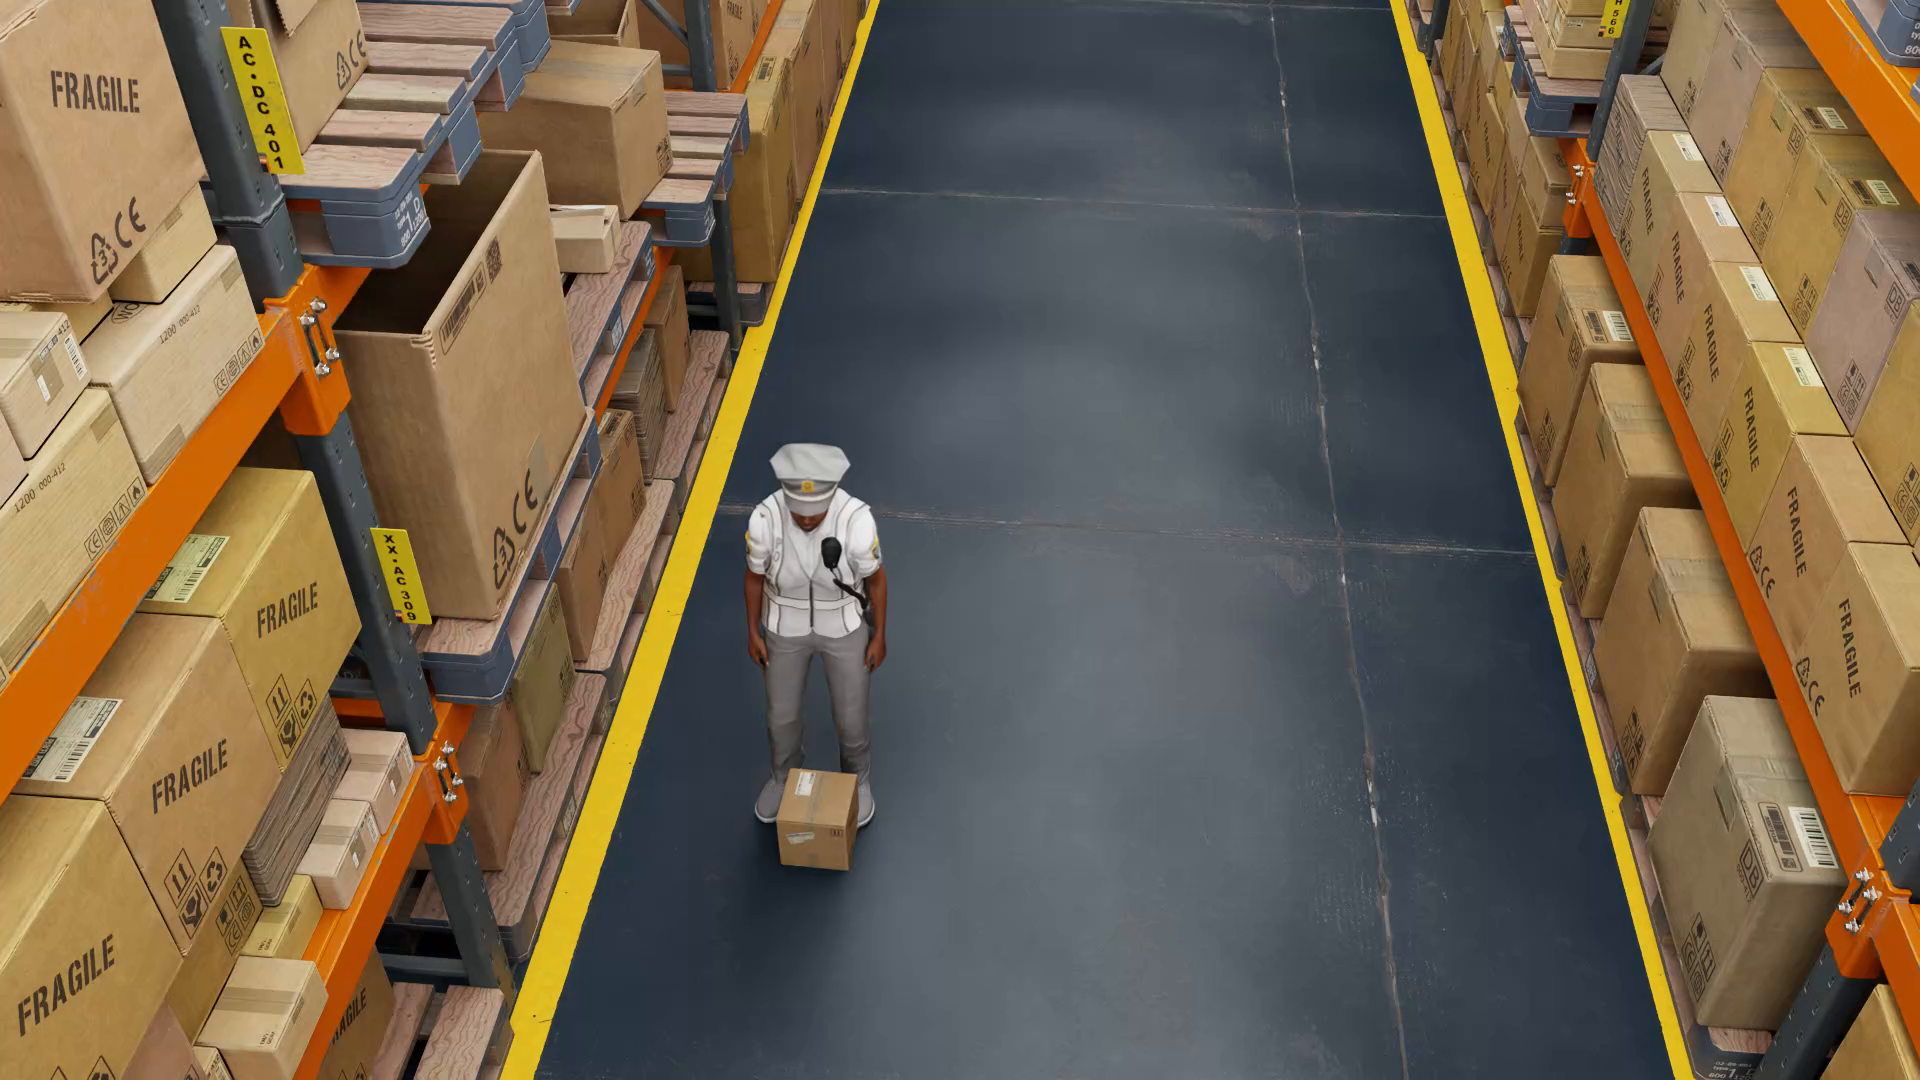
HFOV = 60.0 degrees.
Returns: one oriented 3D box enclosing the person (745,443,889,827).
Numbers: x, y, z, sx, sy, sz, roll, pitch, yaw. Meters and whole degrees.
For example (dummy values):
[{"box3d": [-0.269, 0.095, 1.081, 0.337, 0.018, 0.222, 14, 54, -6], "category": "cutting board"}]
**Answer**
[{"box3d": [-0.506, 0.351, 5.744, 0.522, 1.657, 0.319, 1, 40, 1], "category": "person"}]
